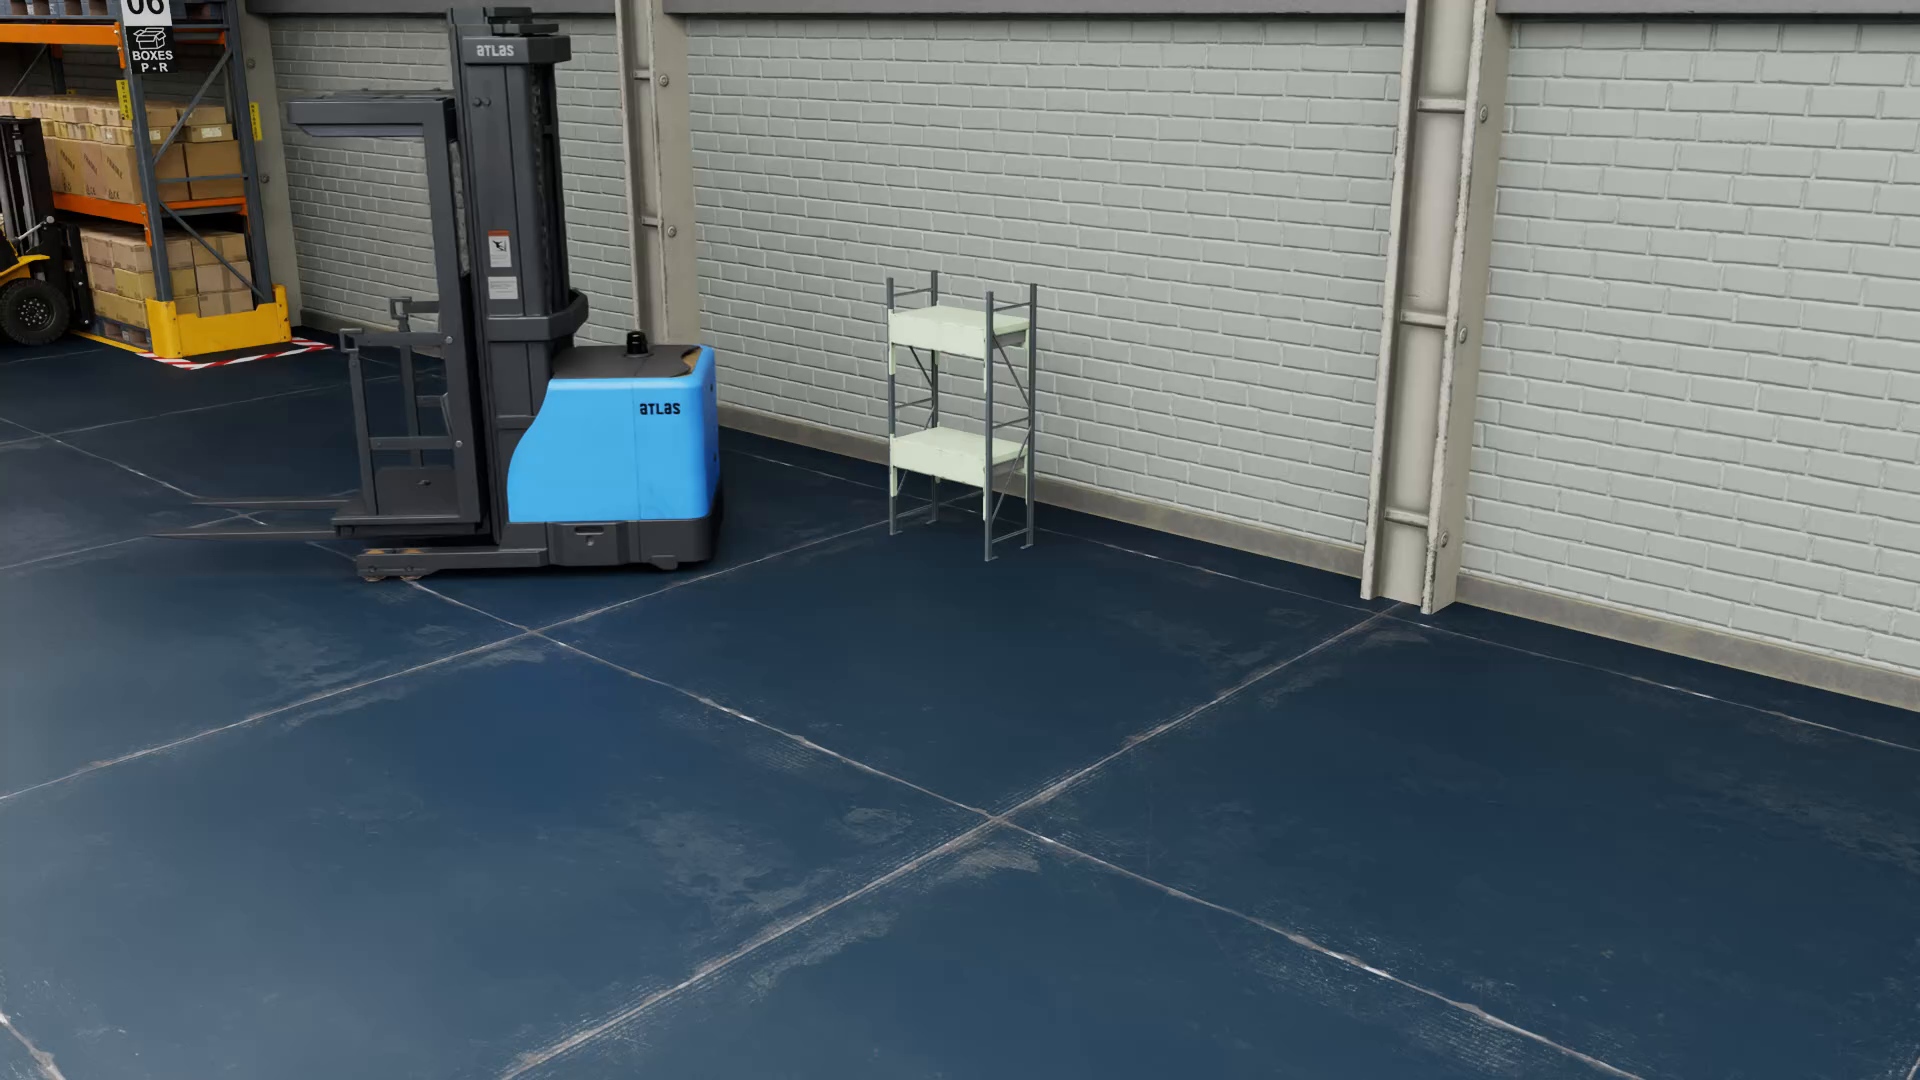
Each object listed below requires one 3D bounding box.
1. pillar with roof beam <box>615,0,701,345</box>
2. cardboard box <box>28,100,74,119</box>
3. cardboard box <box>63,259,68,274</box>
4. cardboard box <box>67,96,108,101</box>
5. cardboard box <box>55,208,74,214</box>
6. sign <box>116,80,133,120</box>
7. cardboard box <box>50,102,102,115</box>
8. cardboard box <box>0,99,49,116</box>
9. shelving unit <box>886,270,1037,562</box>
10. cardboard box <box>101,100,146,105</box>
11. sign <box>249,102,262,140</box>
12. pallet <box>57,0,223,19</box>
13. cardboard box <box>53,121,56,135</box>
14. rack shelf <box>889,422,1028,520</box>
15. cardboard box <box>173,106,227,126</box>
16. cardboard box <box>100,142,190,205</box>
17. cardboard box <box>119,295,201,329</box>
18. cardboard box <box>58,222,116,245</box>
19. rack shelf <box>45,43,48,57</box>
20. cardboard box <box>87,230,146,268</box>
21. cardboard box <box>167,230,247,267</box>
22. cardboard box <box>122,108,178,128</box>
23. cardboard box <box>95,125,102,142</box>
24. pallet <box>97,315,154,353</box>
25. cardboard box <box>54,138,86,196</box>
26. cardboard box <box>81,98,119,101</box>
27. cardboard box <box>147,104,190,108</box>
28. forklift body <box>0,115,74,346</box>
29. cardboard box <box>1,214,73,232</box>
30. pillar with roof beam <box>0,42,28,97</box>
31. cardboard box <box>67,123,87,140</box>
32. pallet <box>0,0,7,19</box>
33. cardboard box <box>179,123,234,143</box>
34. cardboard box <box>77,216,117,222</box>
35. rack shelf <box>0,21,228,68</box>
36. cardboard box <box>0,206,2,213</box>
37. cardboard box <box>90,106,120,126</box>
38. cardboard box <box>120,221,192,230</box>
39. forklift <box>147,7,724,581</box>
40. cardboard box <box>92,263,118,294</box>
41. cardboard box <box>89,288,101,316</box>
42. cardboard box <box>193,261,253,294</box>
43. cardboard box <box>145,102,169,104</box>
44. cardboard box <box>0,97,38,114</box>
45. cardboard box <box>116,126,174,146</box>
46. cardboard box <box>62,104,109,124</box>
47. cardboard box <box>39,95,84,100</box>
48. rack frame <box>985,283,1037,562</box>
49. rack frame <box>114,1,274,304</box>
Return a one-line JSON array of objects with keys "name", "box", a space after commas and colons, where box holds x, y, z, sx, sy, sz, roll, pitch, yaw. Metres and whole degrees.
[{"name": "pillar with roof beam", "box": [-5.011, -4.216, 8.019, 0.400, 9.000, 9.100, 15, 23, 39]}, {"name": "cardboard box", "box": [-8.653, -4.121, 15.909, 0.250, 0.149, 0.380, 15, 23, 39]}, {"name": "cardboard box", "box": [-8.430, -2.649, 16.026, 0.500, 0.250, 0.500, 15, 23, 39]}, {"name": "cardboard box", "box": [-8.675, -4.351, 16.635, 0.250, 0.149, 0.380, 14, 23, 38]}, {"name": "cardboard box", "box": [-9.214, -3.306, 17.267, 0.500, 0.250, 0.500, 16, 23, 40]}, {"name": "sign", "box": [-7.089, -3.736, 14.120, 0.005, 0.325, 0.100, 15, 23, 39]}, {"name": "cardboard box", "box": [-8.278, -4.021, 15.593, 0.250, 0.149, 0.380, 15, 23, 40]}, {"name": "cardboard box", "box": [-9.092, -4.206, 16.176, 0.250, 0.149, 0.380, 16, 23, 40]}, {"name": "shelving unit", "box": [0.005, -0.714, 9.381, 0.755, 1.500, 0.431, 15, 23, 39]}, {"name": "cardboard box", "box": [-7.966, -4.123, 15.914, 0.250, 0.149, 0.380, 15, 23, 40]}, {"name": "sign", "box": [-6.346, -3.766, 14.958, 0.005, 0.325, 0.100, 15, 23, 39]}, {"name": "pallet", "box": [-7.230, -4.727, 14.734, 1.213, 0.211, 1.003, 15, 23, 39]}, {"name": "cardboard box", "box": [-8.267, -3.877, 15.631, 0.250, 0.149, 0.380, 15, 23, 39]}, {"name": "rack shelf", "box": [0.005, -0.403, 9.479, 0.720, 0.370, 0.431, 15, 23, 39]}, {"name": "cardboard box", "box": [-6.828, -3.806, 14.915, 0.250, 0.149, 0.380, 14, 23, 38]}, {"name": "cardboard box", "box": [-7.261, -3.278, 14.818, 0.500, 0.500, 0.500, 14, 23, 38]}, {"name": "cardboard box", "box": [-7.280, -2.104, 15.133, 0.500, 0.250, 0.500, 15, 23, 40]}, {"name": "cardboard box", "box": [-8.414, -2.883, 15.936, 0.500, 0.250, 0.500, 14, 23, 38]}, {"name": "rack shelf", "box": [-11.206, -5.483, 18.160, 4.000, 0.370, 1.077, 15, 23, 39]}, {"name": "cardboard box", "box": [-7.656, -2.681, 15.298, 0.500, 0.250, 0.500, 16, 23, 40]}, {"name": "cardboard box", "box": [-6.953, -2.697, 15.349, 0.500, 0.250, 0.500, 15, 23, 38]}, {"name": "cardboard box", "box": [-7.127, -3.714, 14.627, 0.250, 0.149, 0.380, 15, 23, 39]}, {"name": "cardboard box", "box": [-7.528, -3.665, 14.963, 0.250, 0.149, 0.380, 16, 23, 40]}, {"name": "pallet", "box": [-7.318, -2.006, 15.584, 1.213, 0.211, 1.003, 15, 23, 39]}, {"name": "cardboard box", "box": [-8.026, -3.487, 15.476, 0.500, 0.500, 0.500, 14, 23, 38]}, {"name": "cardboard box", "box": [-8.335, -4.233, 16.261, 0.250, 0.149, 0.380, 15, 23, 39]}, {"name": "cardboard box", "box": [-7.208, -3.916, 15.262, 0.250, 0.149, 0.380, 16, 23, 40]}, {"name": "forklift body", "box": [-9.348, -2.755, 14.736, 1.214, 2.155, 2.313, 15, 23, 39]}, {"name": "cardboard box", "box": [-9.181, -3.088, 16.580, 0.500, 0.250, 0.500, 15, 23, 39]}, {"name": "pillar with roof beam", "box": [-13.986, -6.625, 15.611, 0.400, 9.000, 9.100, 15, 23, 39]}, {"name": "cardboard box", "box": [-7.937, -3.760, 15.264, 0.250, 0.149, 0.380, 14, 22, 38]}, {"name": "pallet", "box": [-9.055, -5.217, 16.278, 1.213, 0.211, 1.003, 15, 23, 39]}, {"name": "cardboard box", "box": [-6.800, -3.675, 14.995, 0.250, 0.149, 0.380, 14, 23, 38]}, {"name": "cardboard box", "box": [-8.456, -3.103, 16.628, 0.500, 0.250, 0.500, 15, 23, 40]}, {"name": "rack shelf", "box": [-8.215, -4.680, 15.629, 4.000, 0.370, 1.077, 15, 23, 39]}, {"name": "cardboard box", "box": [-10.683, -3.323, 18.354, 0.625, 0.625, 0.875, 15, 23, 39]}, {"name": "cardboard box", "box": [-7.545, -3.803, 14.907, 0.250, 0.149, 0.380, 16, 23, 40]}, {"name": "cardboard box", "box": [-7.696, -2.899, 15.986, 0.500, 0.250, 0.500, 15, 23, 39]}, {"name": "forklift", "box": [-2.891, -1.341, 8.990, 3.031, 2.935, 1.130, -1, 18, -4]}, {"name": "cardboard box", "box": [-7.658, -2.449, 15.395, 0.500, 0.250, 0.500, 15, 23, 39]}, {"name": "cardboard box", "box": [-8.014, -2.308, 15.777, 0.500, 0.250, 0.500, 15, 23, 40]}, {"name": "cardboard box", "box": [-6.933, -2.461, 15.431, 0.500, 0.250, 0.500, 16, 23, 40]}, {"name": "cardboard box", "box": [-7.597, -4.016, 15.578, 0.250, 0.149, 0.380, 16, 24, 41]}, {"name": "cardboard box", "box": [-9.402, -4.334, 16.579, 0.250, 0.149, 0.380, 15, 23, 40]}, {"name": "cardboard box", "box": [-7.164, -3.554, 14.615, 0.250, 0.149, 0.380, 15, 23, 40]}, {"name": "cardboard box", "box": [-7.951, -3.897, 15.203, 0.250, 0.149, 0.380, 16, 23, 41]}, {"name": "cardboard box", "box": [-9.111, -4.438, 16.906, 0.250, 0.149, 0.380, 14, 23, 38]}, {"name": "rack frame", "box": [0.279, -0.640, 9.149, 0.023, 1.500, 0.400, 15, 23, 39]}, {"name": "rack frame", "box": [-6.719, -3.191, 14.709, 0.127, 3.000, 1.000, 15, 23, 39]}]
